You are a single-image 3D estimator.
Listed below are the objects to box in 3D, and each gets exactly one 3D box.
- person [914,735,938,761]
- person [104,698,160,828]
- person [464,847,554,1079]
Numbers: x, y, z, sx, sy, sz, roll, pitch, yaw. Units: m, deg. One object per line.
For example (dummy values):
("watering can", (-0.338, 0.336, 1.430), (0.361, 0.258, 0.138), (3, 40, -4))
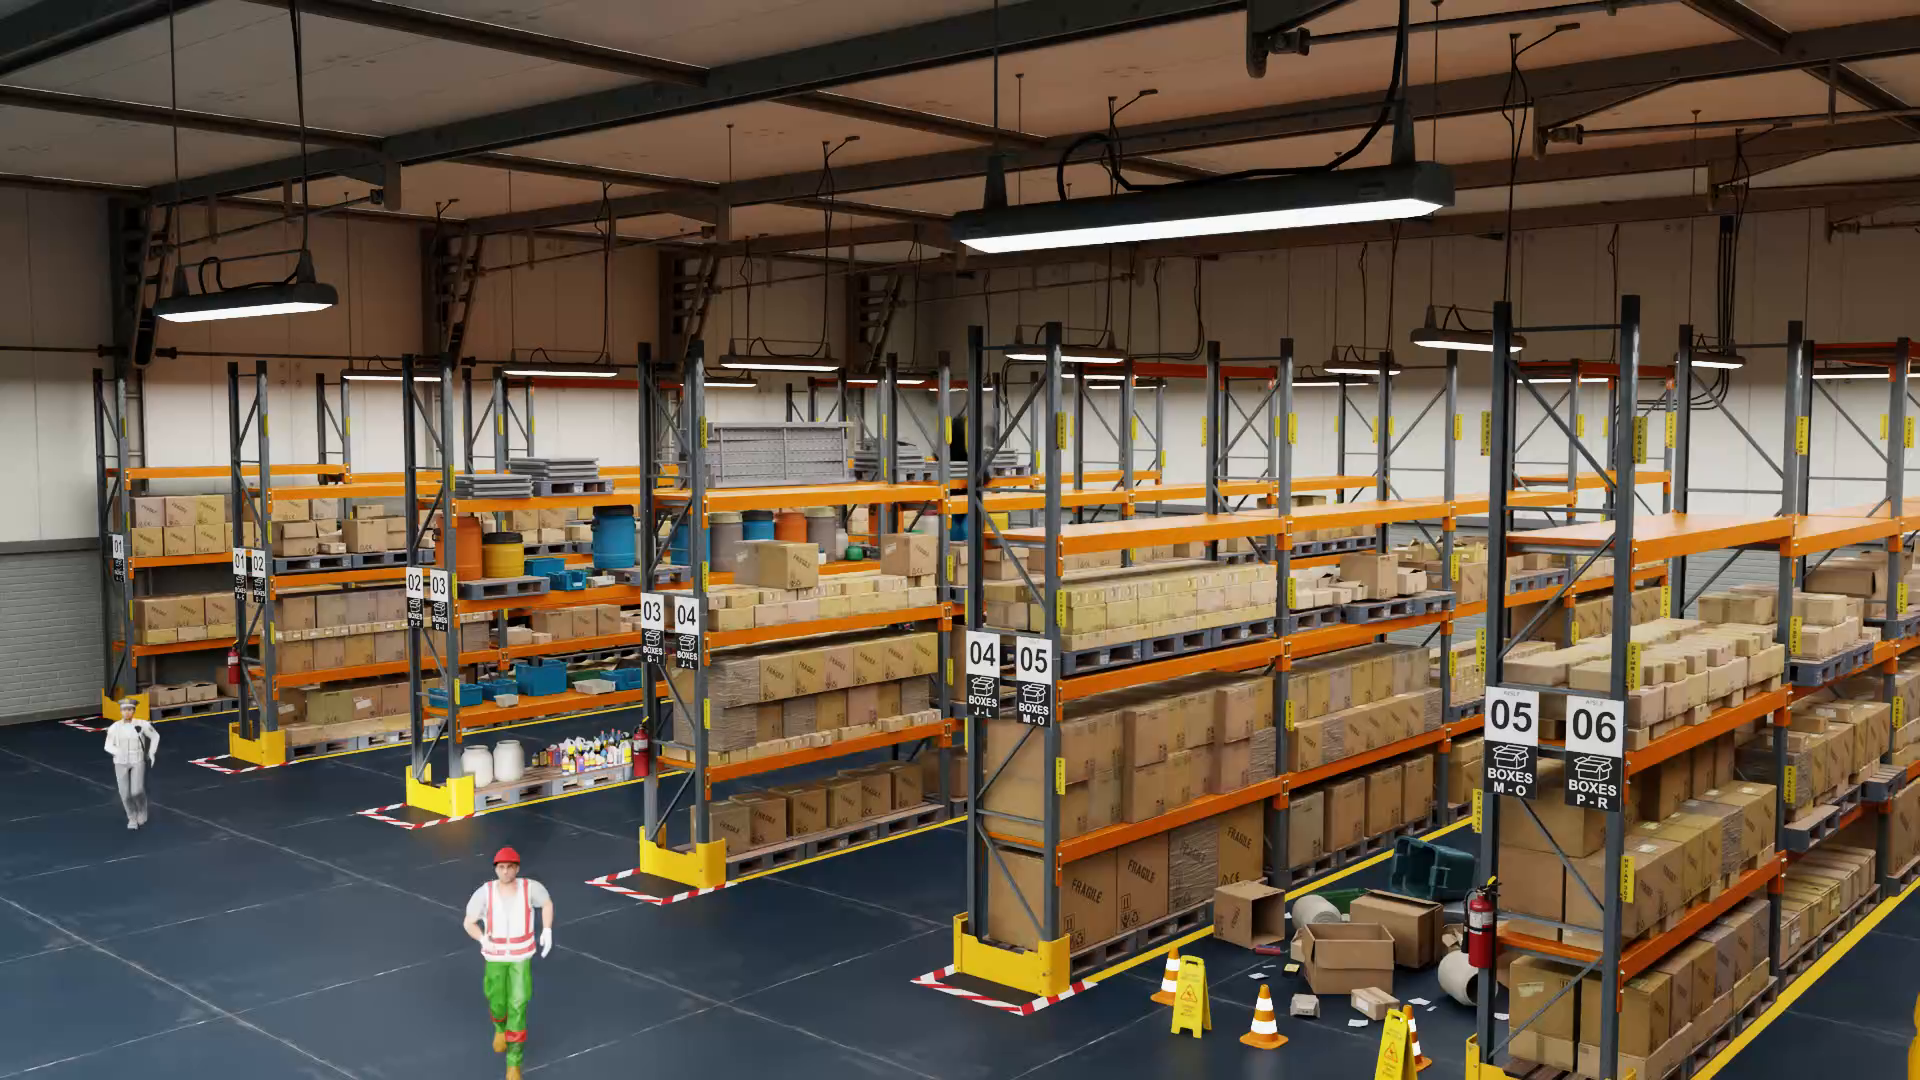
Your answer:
("person", (-0.478, 2.358, 24.940), (0.701, 1.764, 0.972), (2, 5, 28))
("person", (-10.354, 2.799, 20.772), (0.594, 1.660, 0.591), (-1, 4, -17))
("person", (-3.570, 3.301, 13.141), (0.663, 1.800, 0.872), (-1, 4, -13))
